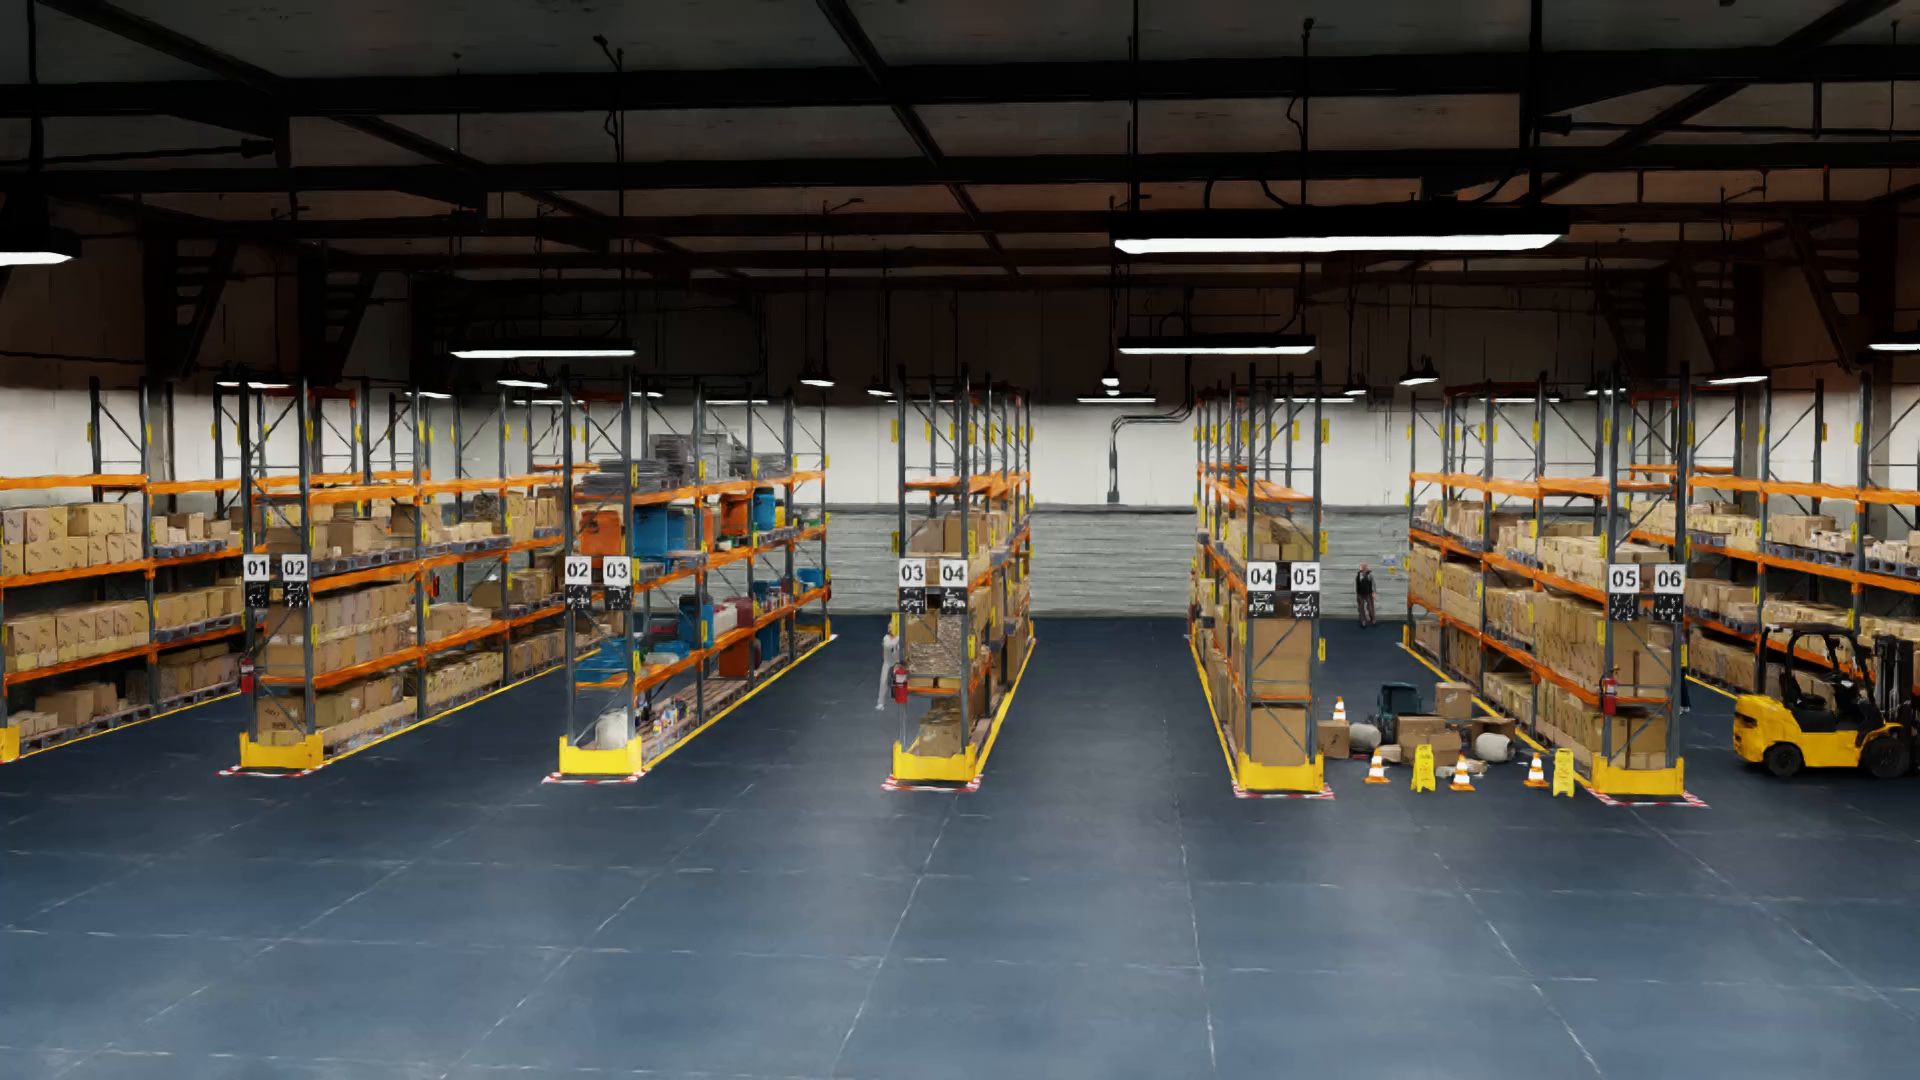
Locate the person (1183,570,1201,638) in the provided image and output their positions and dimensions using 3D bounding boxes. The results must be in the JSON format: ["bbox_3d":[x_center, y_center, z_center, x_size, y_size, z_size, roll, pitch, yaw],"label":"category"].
[{"bbox_3d":[5.809,1.566,40.765,0.571,1.660,0.506,-2,4,-30],"label":"person"}]

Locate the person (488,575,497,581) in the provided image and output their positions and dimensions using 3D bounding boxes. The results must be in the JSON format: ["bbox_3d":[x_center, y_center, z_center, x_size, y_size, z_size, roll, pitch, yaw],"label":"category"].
[{"bbox_3d":[-10.615,1.679,37.653,0.493,1.785,0.616,3,5,36],"label":"person"}]

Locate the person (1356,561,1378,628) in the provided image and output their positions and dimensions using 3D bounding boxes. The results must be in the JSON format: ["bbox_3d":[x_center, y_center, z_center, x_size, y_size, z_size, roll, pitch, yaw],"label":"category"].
[{"bbox_3d":[10.508,1.398,42.956,0.578,1.708,0.552,3,5,42],"label":"person"}]

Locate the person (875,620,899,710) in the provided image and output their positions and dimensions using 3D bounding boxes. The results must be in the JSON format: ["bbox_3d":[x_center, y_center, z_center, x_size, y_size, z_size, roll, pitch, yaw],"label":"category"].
[{"bbox_3d":[-1.215,2.252,30.118,0.445,1.603,1.016,1,4,15],"label":"person"}]

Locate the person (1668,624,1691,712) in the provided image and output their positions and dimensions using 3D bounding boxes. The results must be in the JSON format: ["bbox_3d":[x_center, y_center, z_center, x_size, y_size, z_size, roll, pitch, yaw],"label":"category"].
[{"bbox_3d":[12.915,2.270,29.953,0.521,1.592,0.511,2,4,33],"label":"person"}]
